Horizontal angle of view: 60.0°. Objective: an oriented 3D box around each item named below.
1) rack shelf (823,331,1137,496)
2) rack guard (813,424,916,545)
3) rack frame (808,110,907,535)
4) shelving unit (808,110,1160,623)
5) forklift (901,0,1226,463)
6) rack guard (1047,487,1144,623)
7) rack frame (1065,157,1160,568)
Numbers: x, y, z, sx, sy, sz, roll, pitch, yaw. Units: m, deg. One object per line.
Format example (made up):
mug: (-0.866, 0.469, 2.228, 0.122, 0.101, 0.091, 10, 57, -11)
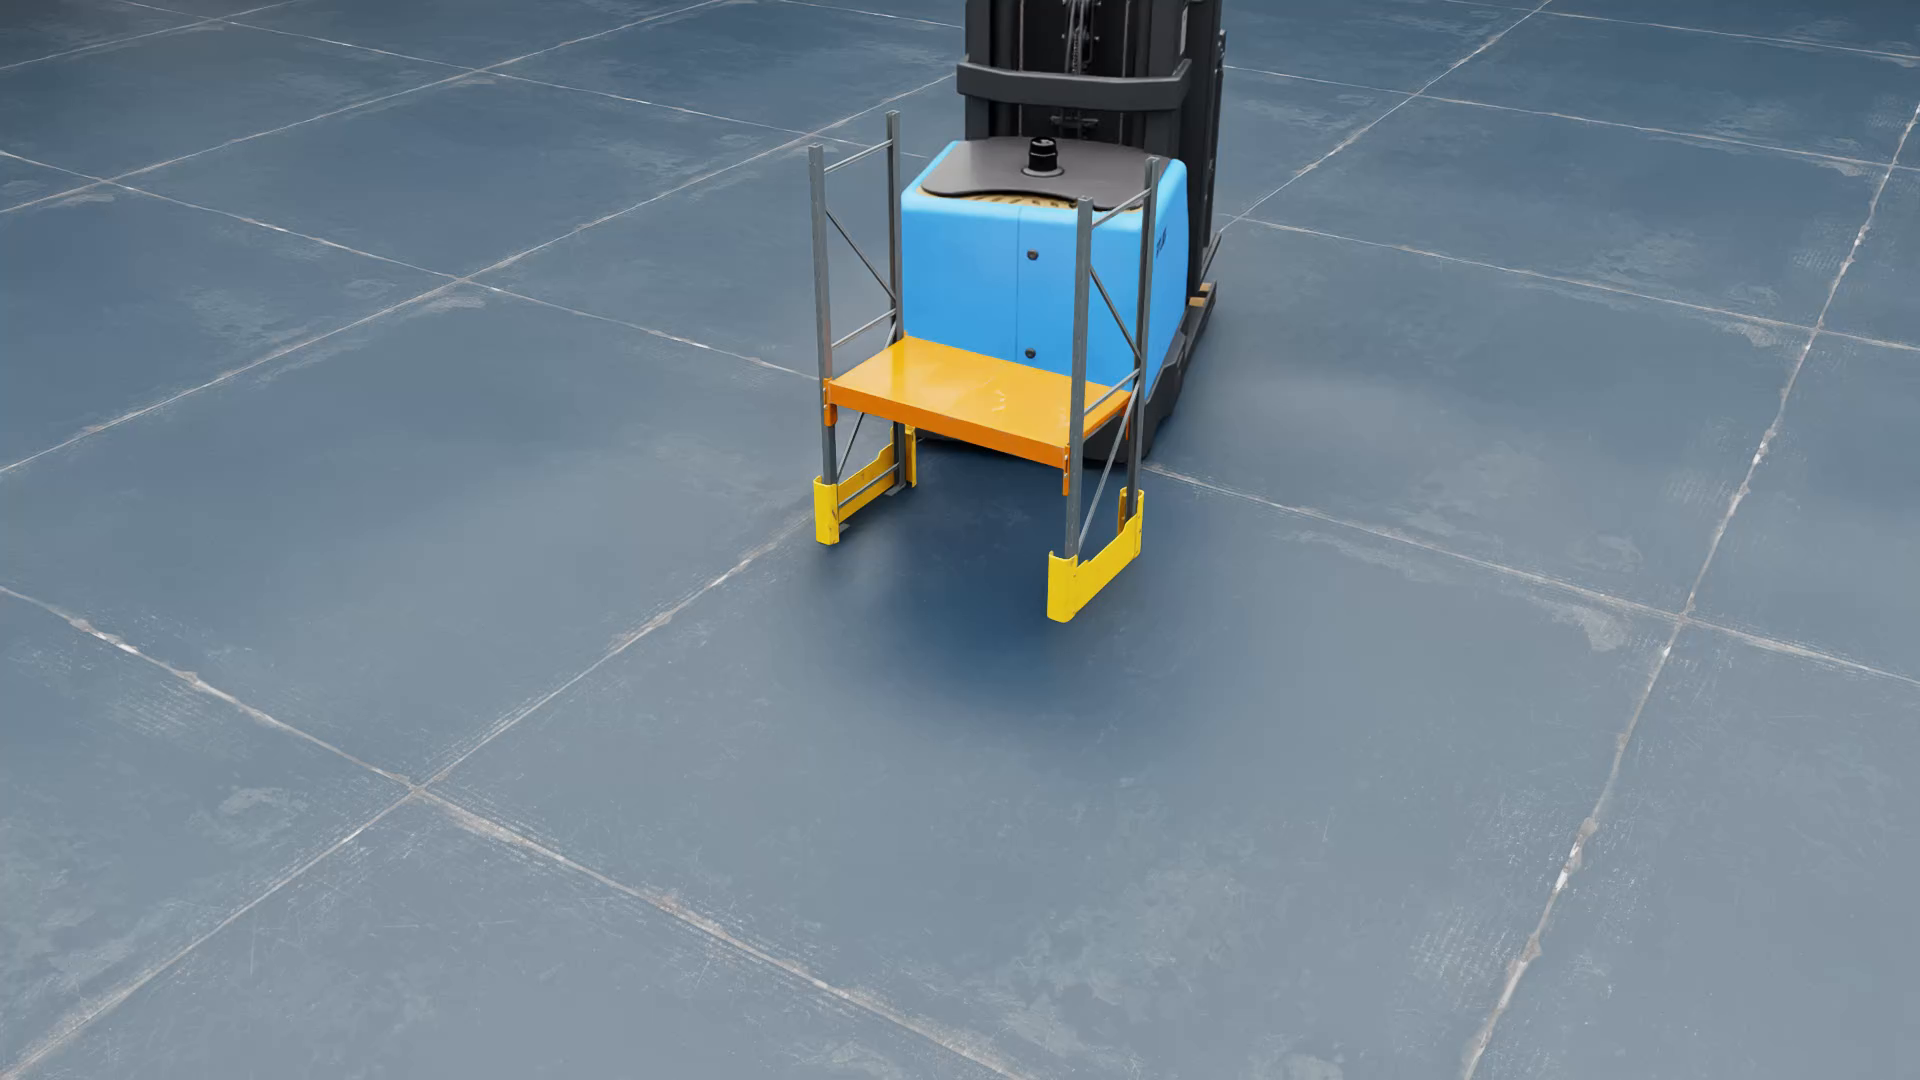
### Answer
rack shelf: (0.072, -0.470, 5.924, 1.000, 0.185, 0.538, 18, 35, 27)
rack guard: (-0.357, -0.221, 6.381, 0.087, 0.250, 0.587, 18, 35, 27)
rack frame: (-0.358, -0.761, 6.066, 0.032, 1.500, 0.500, 18, 35, 27)
shelving unit: (0.065, -0.627, 5.837, 1.083, 1.500, 0.587, 18, 35, 27)
forklift: (0.627, -2.305, 7.293, 1.130, 2.935, 3.031, 8, 31, 13)
rack guard: (0.486, 0.046, 5.923, 0.087, 0.250, 0.587, 18, 35, 27)
rack frame: (0.503, -0.489, 5.599, 0.032, 1.500, 0.500, 18, 35, 27)
